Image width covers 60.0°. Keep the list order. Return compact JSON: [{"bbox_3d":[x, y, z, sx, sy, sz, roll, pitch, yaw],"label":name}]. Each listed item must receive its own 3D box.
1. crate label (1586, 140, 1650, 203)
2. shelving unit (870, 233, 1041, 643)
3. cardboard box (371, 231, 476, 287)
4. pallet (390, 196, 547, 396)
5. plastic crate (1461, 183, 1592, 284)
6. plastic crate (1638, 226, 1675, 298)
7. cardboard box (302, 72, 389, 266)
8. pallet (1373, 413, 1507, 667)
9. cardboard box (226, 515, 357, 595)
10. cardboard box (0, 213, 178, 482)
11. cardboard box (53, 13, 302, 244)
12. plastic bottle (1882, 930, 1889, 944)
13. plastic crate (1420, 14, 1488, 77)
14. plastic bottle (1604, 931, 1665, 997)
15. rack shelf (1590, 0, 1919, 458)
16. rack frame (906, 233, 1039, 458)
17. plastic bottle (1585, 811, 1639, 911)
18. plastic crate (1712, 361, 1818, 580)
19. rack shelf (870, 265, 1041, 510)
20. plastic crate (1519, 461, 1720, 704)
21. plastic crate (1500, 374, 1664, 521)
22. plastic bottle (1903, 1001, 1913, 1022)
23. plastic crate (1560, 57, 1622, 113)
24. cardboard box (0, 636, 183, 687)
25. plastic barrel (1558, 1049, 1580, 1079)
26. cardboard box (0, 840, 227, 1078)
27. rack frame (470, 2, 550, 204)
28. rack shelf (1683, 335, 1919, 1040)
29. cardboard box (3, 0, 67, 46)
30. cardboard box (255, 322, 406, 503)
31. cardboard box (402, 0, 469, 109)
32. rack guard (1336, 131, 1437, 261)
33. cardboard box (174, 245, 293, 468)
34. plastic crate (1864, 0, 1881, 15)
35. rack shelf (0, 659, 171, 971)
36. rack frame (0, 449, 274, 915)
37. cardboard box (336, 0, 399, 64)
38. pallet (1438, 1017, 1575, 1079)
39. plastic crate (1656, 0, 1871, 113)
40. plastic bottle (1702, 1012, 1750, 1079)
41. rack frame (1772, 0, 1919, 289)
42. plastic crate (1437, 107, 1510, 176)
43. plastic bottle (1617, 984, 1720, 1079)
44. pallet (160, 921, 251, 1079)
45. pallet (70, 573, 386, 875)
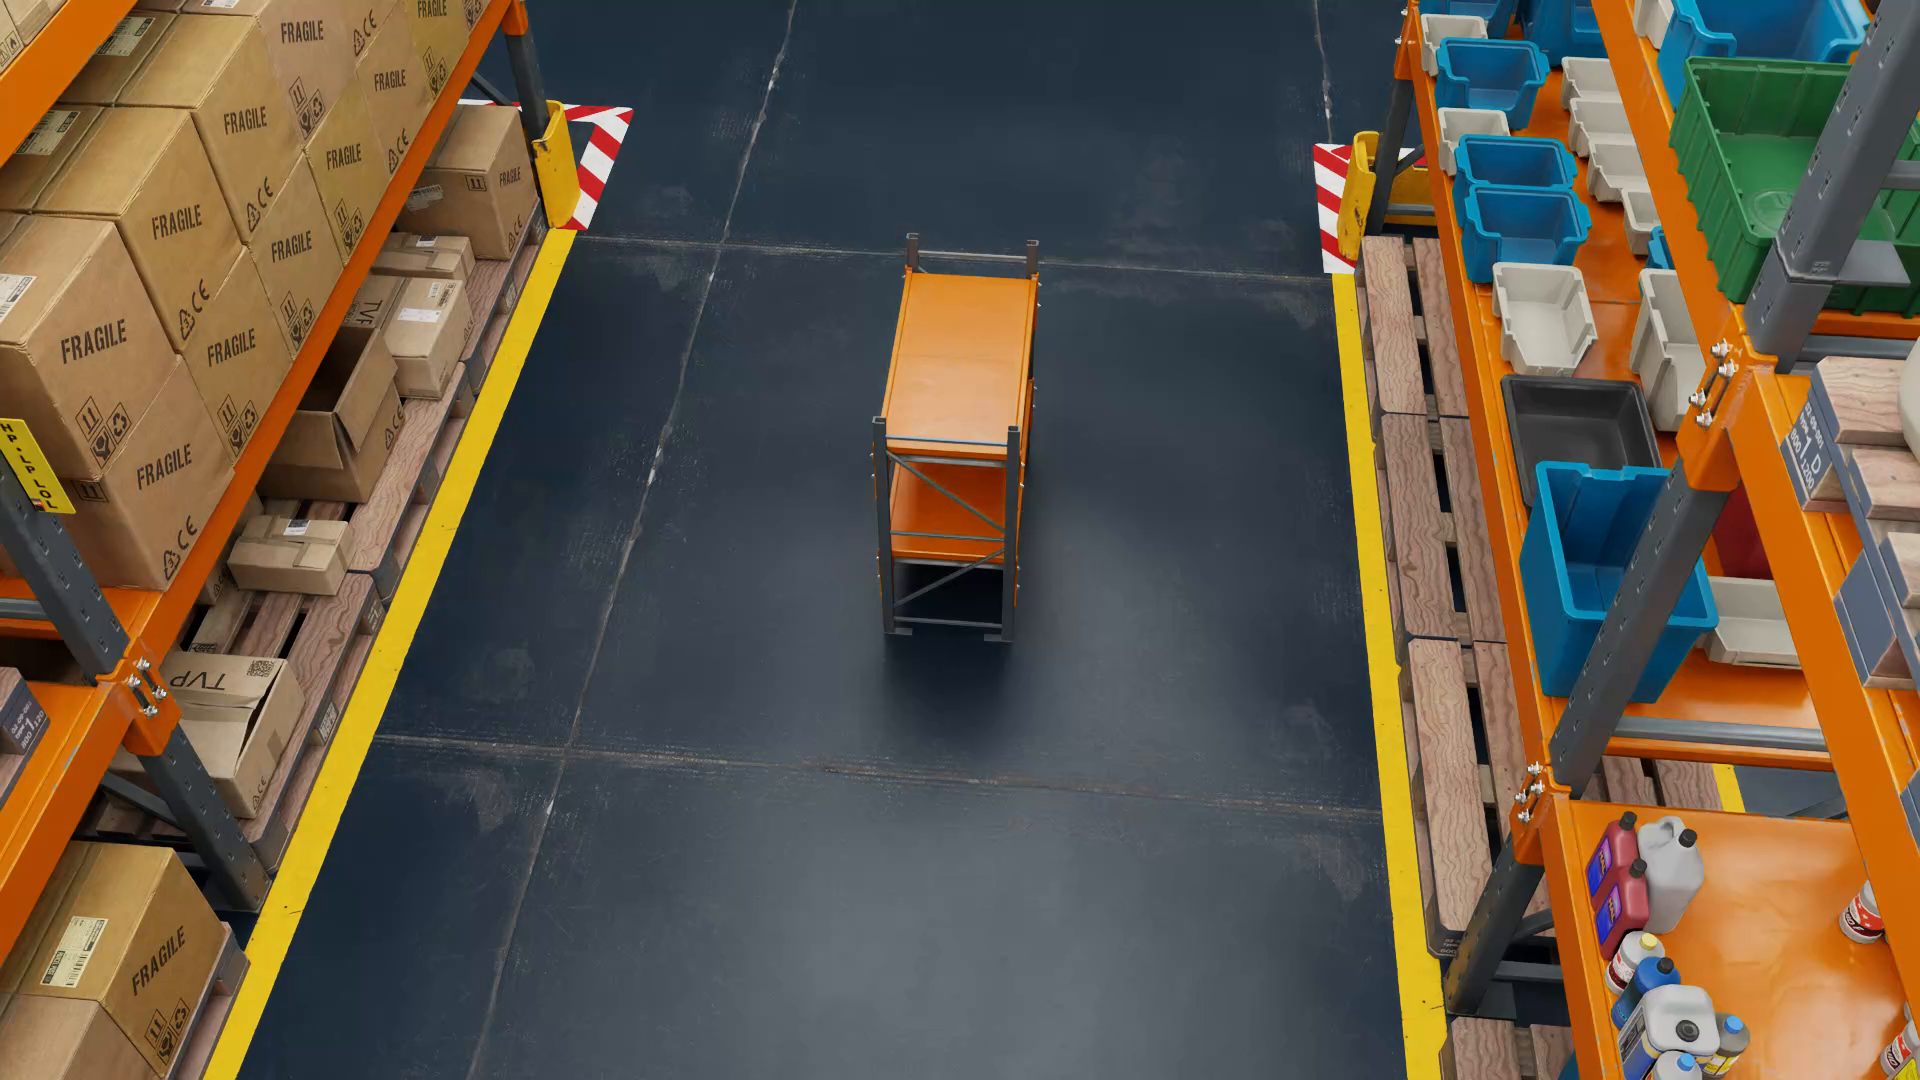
[{"bbox_3d":[2.503,-1.330,6.098,0.396,0.136,0.243,4,48,4],"label":"crate label"},{"bbox_3d":[0.001,-0.385,6.365,0.538,1.125,1.048,4,48,4],"label":"shelving unit"},{"bbox_3d":[-2.424,-1.249,7.508,0.380,0.166,0.250,4,48,4],"label":"cardboard box"},{"bbox_3d":[-2.572,-1.182,7.714,1.003,0.211,1.213,4,48,4],"label":"pallet"},{"bbox_3d":[1.942,-1.045,5.772,0.416,0.233,0.300,4,48,4],"label":"plastic crate"},{"bbox_3d":[2.508,-0.866,5.608,0.416,0.233,0.300,4,48,4],"label":"plastic crate"},{"bbox_3d":[-2.404,-1.333,5.894,0.500,0.500,0.500,3,48,3],"label":"cardboard box"},{"bbox_3d":[2.212,0.010,6.624,1.003,0.211,1.213,4,48,4],"label":"pallet"},{"bbox_3d":[-2.535,0.052,6.317,0.380,0.166,0.250,4,48,4],"label":"cardboard box"},{"bbox_3d":[-2.534,-0.524,4.477,0.500,0.500,0.500,5,48,5],"label":"cardboard box"},{"bbox_3d":[-2.441,-1.281,5.169,0.500,0.500,0.500,3,48,2],"label":"cardboard box"},{"bbox_3d":[2.361,0.864,4.037,0.152,0.276,0.135,4,48,4],"label":"plastic bottle"},{"bbox_3d":[1.977,-1.971,6.683,0.250,0.136,0.298,4,48,4],"label":"plastic crate"},{"bbox_3d":[1.612,1.002,3.961,0.097,0.201,0.097,0,48,0],"label":"plastic bottle"},{"bbox_3d":[2.257,-1.729,4.779,1.077,0.370,4.000,4,48,4],"label":"rack shelf"},{"bbox_3d":[0.047,-0.758,6.707,0.500,1.125,0.032,4,48,4],"label":"rack frame"},{"bbox_3d":[1.617,0.791,4.099,0.061,0.283,0.133,4,48,4],"label":"plastic bottle"},{"bbox_3d":[2.406,-0.170,4.815,0.402,0.464,0.583,4,48,4],"label":"plastic crate"},{"bbox_3d":[0.001,-0.582,6.149,0.538,0.278,1.000,4,48,4],"label":"rack shelf"},{"bbox_3d":[1.778,0.130,4.595,0.392,0.384,0.575,4,48,4],"label":"plastic crate"},{"bbox_3d":[1.909,-0.257,5.124,0.437,0.125,0.590,4,48,4],"label":"plastic crate"},{"bbox_3d":[2.305,1.070,3.899,0.097,0.201,0.097,0,48,0],"label":"plastic bottle"},{"bbox_3d":[2.545,-1.749,6.480,0.396,0.136,0.243,4,48,4],"label":"plastic crate"},{"bbox_3d":[-3.088,0.432,5.744,0.500,0.500,0.500,4,48,4],"label":"cardboard box"},{"bbox_3d":[2.008,1.476,4.531,0.600,0.901,0.708,4,48,4],"label":"plastic barrel"},{"bbox_3d":[-2.617,1.252,4.994,0.500,0.500,0.500,4,48,3],"label":"cardboard box"},{"bbox_3d":[-2.493,-2.765,7.272,1.000,3.000,0.127,4,48,4],"label":"rack frame"},{"bbox_3d":[1.893,1.211,2.091,1.077,0.370,4.000,4,48,4],"label":"rack shelf"},{"bbox_3d":[-2.517,-1.495,4.179,0.500,0.250,0.500,4,48,4],"label":"cardboard box"},{"bbox_3d":[-2.691,-0.512,6.605,0.797,0.503,0.637,4,48,4],"label":"cardboard box"},{"bbox_3d":[-2.307,-2.069,6.568,0.500,0.500,0.500,4,48,4],"label":"cardboard box"},{"bbox_3d":[2.429,-1.604,7.904,1.175,0.500,0.348,4,48,4],"label":"rack guard"},{"bbox_3d":[-2.496,-0.592,5.217,0.500,0.500,0.500,5,48,4],"label":"cardboard box"},{"bbox_3d":[2.461,-1.352,4.035,0.497,0.269,0.590,4,48,4],"label":"plastic crate"},{"bbox_3d":[-3.040,1.887,3.505,1.077,0.370,4.000,4,48,4],"label":"rack shelf"},{"bbox_3d":[-2.858,0.175,4.583,1.000,3.000,0.127,4,48,4],"label":"rack frame"},{"bbox_3d":[-2.348,-2.038,5.861,0.500,0.500,0.500,5,48,5],"label":"cardboard box"},{"bbox_3d":[1.963,2.016,4.789,1.003,0.211,1.213,4,48,4],"label":"pallet"},{"bbox_3d":[1.840,-1.136,3.863,0.416,0.233,0.300,4,48,4],"label":"plastic crate"},{"bbox_3d":[1.746,1.156,3.821,0.097,0.201,0.097,0,48,0],"label":"plastic bottle"},{"bbox_3d":[2.075,-1.514,2.062,1.000,3.000,0.127,4,48,4],"label":"rack frame"},{"bbox_3d":[1.916,-1.472,6.228,0.250,0.136,0.298,4,48,4],"label":"plastic crate"},{"bbox_3d":[1.620,1.136,3.788,0.152,0.276,0.135,4,48,4],"label":"plastic bottle"},{"bbox_3d":[-2.894,1.716,5.063,1.003,0.211,1.213,4,48,4],"label":"pallet"},{"bbox_3d":[-2.794,0.611,6.074,1.003,0.211,1.213,4,48,4],"label":"pallet"}]
